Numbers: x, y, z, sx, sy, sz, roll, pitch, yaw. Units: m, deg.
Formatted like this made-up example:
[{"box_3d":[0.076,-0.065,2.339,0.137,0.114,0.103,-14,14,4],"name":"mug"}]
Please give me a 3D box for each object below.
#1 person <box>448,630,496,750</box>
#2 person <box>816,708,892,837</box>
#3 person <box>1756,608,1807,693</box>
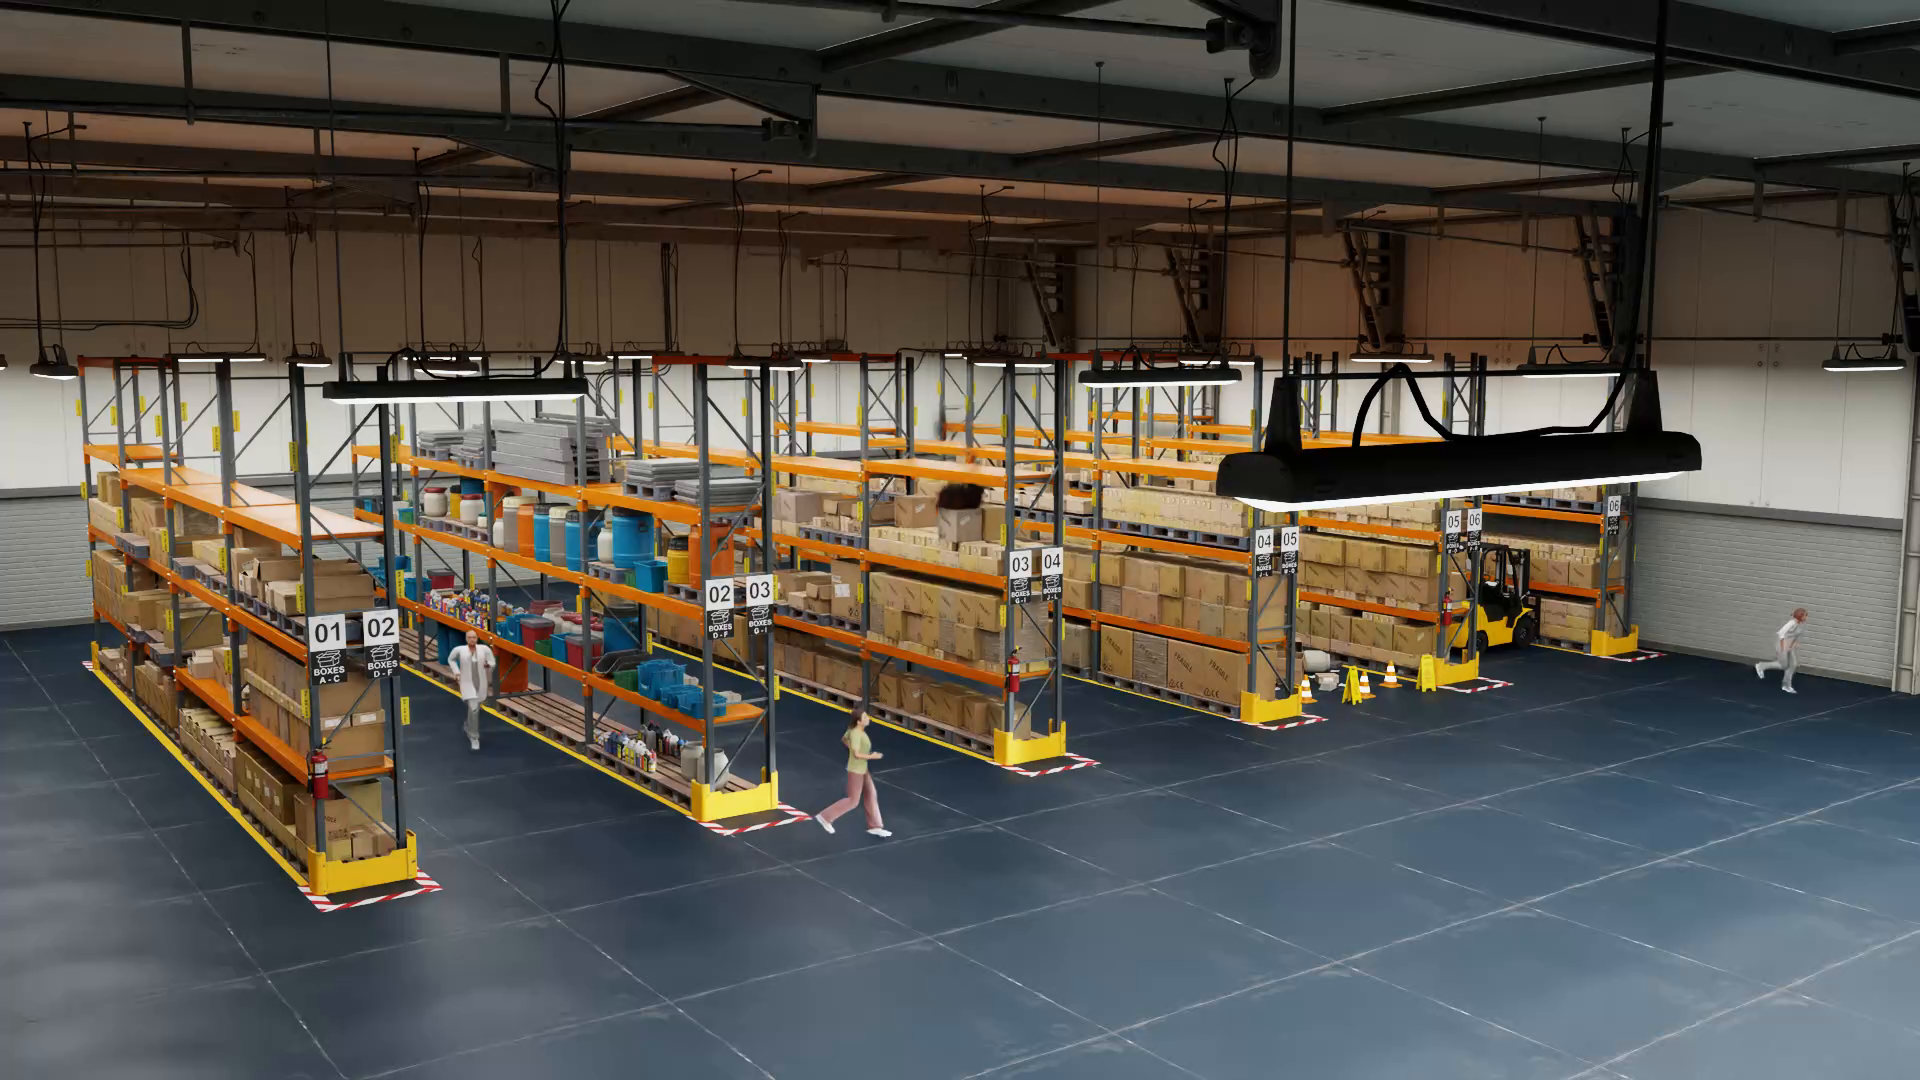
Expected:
[{"box_3d":[-7.597,2.313,26.005,0.669,1.853,0.865,-5,8,-33],"name":"person"},{"box_3d":[-1.347,2.957,21.089,0.953,1.675,0.586,0,7,-3],"name":"person"},{"box_3d":[14.815,1.964,30.004,0.809,1.545,0.539,6,9,41],"name":"person"}]
